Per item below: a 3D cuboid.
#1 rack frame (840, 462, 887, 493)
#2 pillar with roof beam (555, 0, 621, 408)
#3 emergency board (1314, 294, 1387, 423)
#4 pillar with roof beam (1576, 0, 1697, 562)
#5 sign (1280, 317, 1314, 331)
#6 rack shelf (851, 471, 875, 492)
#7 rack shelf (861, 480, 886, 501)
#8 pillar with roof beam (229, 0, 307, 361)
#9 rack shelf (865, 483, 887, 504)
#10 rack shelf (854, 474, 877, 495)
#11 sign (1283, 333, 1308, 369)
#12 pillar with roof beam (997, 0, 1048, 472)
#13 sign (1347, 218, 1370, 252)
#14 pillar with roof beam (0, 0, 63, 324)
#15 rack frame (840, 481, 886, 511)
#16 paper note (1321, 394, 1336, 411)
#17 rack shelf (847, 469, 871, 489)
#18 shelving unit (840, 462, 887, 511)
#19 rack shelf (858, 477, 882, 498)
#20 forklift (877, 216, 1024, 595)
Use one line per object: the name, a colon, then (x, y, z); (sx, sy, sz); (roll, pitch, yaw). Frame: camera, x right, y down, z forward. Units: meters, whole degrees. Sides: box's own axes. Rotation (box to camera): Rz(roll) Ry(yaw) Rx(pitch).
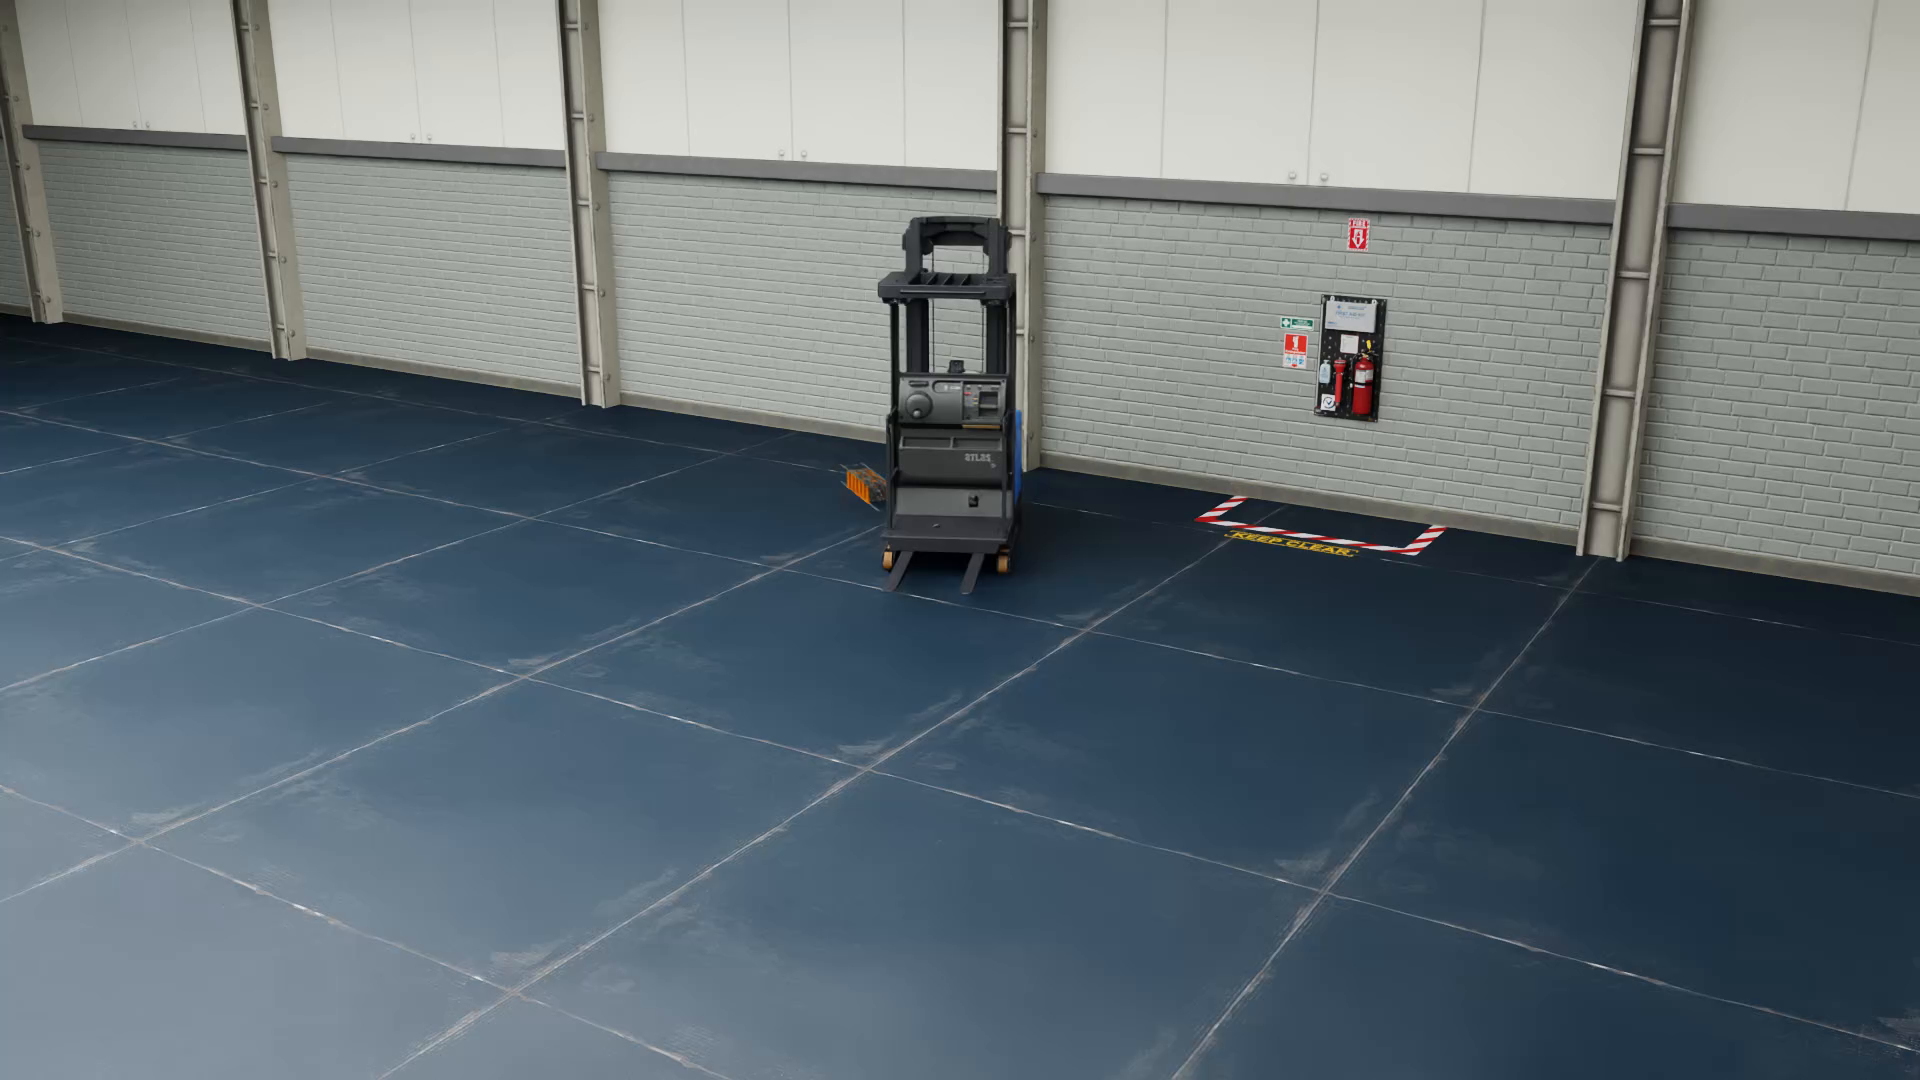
rack frame: (-0.907, -0.630, 16.676); (0.240, 0.006, 1.200); (-7, 18, -21)
pillar with roof beam: (-6.743, -4.941, 16.032); (0.400, 9.000, 9.100); (10, 20, 30)
emergency board: (3.650, -1.696, 15.674); (0.643, 1.169, 0.194); (10, 20, 30)
pillar with roof beam: (3.483, -3.115, 10.023); (0.400, 9.000, 9.100); (10, 20, 30)
sign: (3.232, -2.074, 15.943); (0.331, 0.109, 0.001); (10, 20, 30)
rack shelf: (-0.980, -0.595, 16.876); (0.258, 0.180, 0.103); (-7, 18, -21)
rack shelf: (-0.847, -0.498, 16.556); (0.258, 0.180, 0.103); (-7, 18, -21)
pillar with roof beam: (-11.856, -5.853, 19.037); (0.400, 9.000, 9.100); (10, 20, 30)
rack shelf: (-0.803, -0.465, 16.449); (0.258, 0.180, 0.103); (-7, 18, -21)
rack shelf: (-0.935, -0.563, 16.769); (0.258, 0.180, 0.103); (-7, 18, -21)
sign: (3.233, -1.823, 16.030); (0.234, 0.329, 0.001); (10, 20, 30)
pillar with roof beam: (-1.630, -4.028, 13.028); (0.400, 9.000, 9.100); (10, 20, 30)
sign: (3.695, -2.832, 15.422); (0.199, 0.298, 0.001); (10, 20, 30)
pillar with roof beam: (-16.968, -6.766, 22.041); (0.400, 9.000, 9.100); (10, 20, 30)
rack frame: (-0.907, -0.455, 16.729); (0.240, 0.006, 1.200); (-7, 18, -21)
paper note: (3.535, -1.319, 15.947); (0.142, 0.148, 0.016); (10, 20, 30)
rack shelf: (-1.024, -0.628, 16.983); (0.258, 0.180, 0.103); (-7, 18, -21)
shelving unit: (-0.907, -0.542, 16.702); (0.258, 0.189, 1.200); (-7, 18, -21)
rack shelf: (-0.891, -0.530, 16.663); (0.258, 0.180, 0.103); (-7, 18, -21)
forklift: (-0.087, -1.214, 14.203); (1.130, 2.935, 3.031); (2, 17, 6)
